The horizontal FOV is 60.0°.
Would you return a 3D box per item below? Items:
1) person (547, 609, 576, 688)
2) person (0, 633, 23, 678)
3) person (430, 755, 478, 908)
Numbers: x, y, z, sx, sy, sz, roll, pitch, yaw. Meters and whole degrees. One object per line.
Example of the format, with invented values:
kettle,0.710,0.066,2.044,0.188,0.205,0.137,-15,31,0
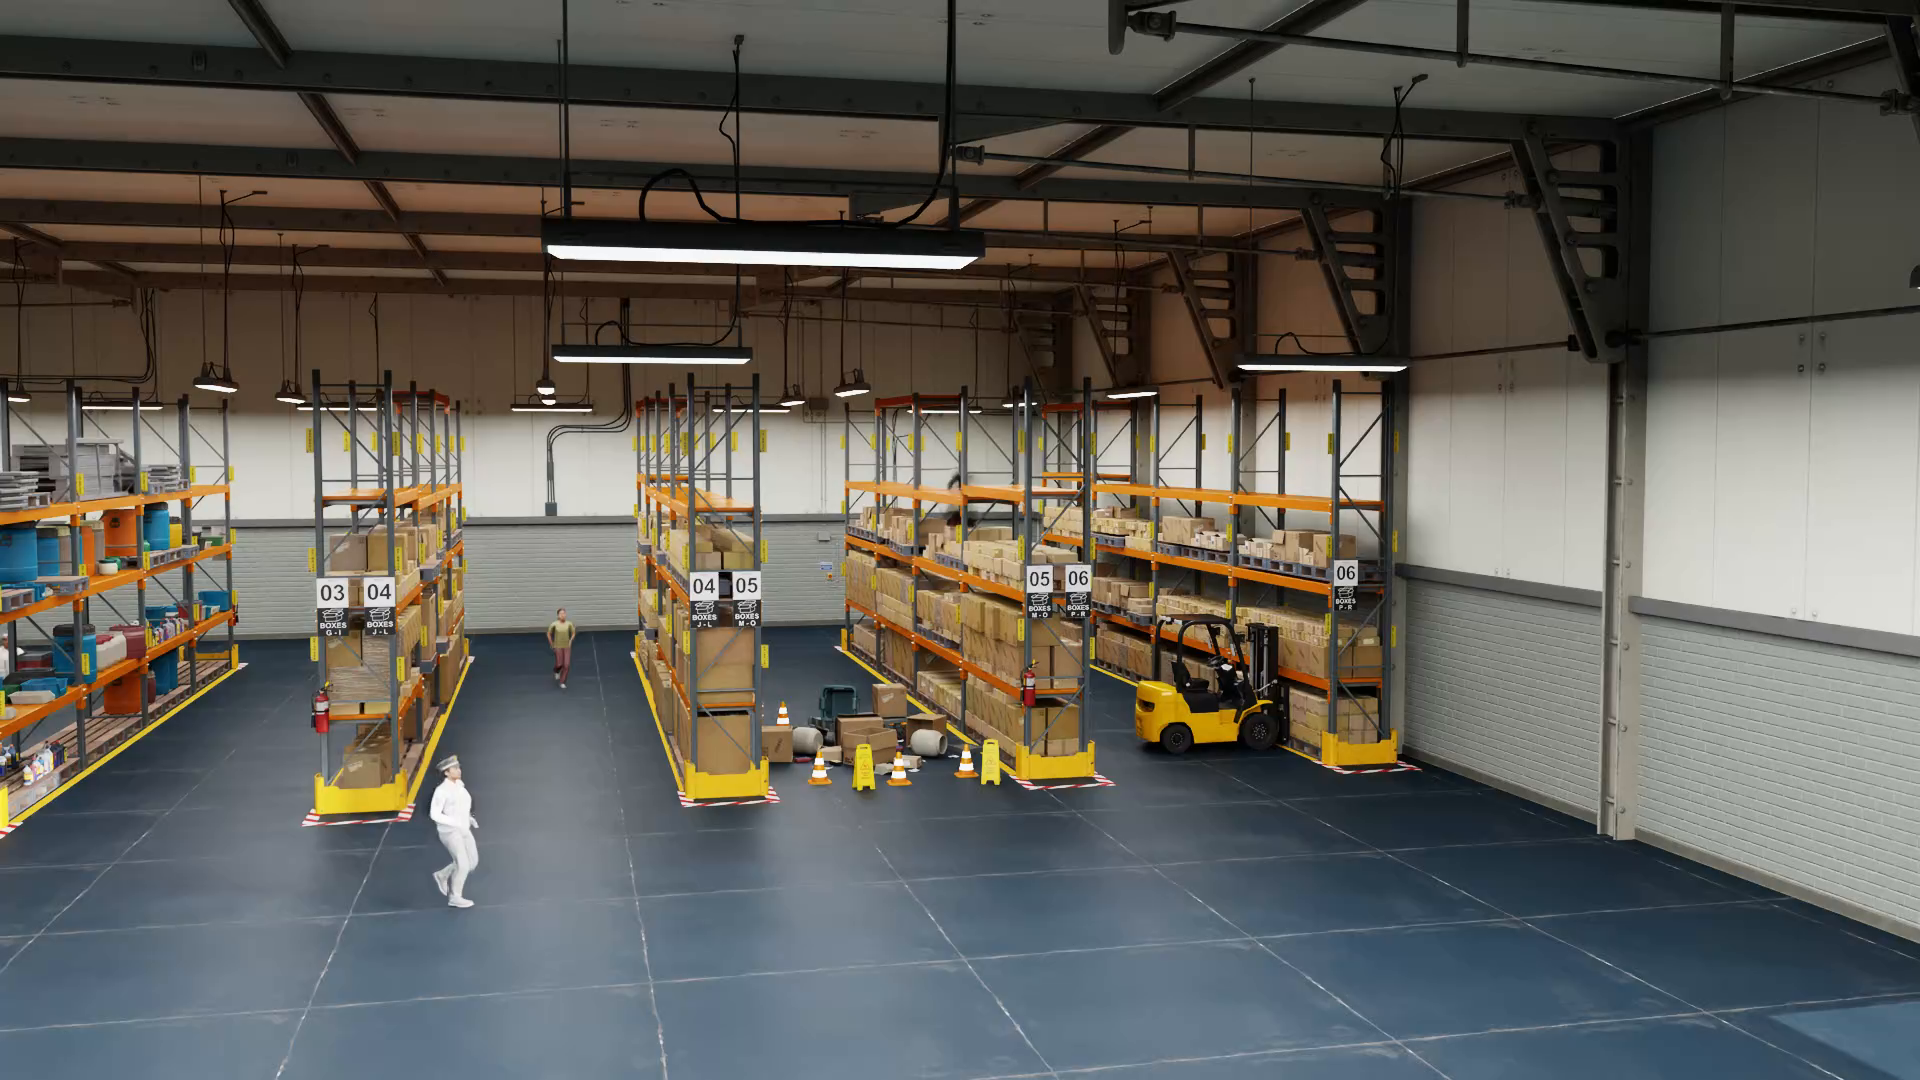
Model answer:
person,-8.195,2.221,34.251,0.582,1.629,0.561,-1,4,-22
person,-16.896,2.463,29.479,0.587,1.627,0.607,-1,4,-20
person,-5.459,3.138,17.966,0.537,1.648,0.612,1,3,15
